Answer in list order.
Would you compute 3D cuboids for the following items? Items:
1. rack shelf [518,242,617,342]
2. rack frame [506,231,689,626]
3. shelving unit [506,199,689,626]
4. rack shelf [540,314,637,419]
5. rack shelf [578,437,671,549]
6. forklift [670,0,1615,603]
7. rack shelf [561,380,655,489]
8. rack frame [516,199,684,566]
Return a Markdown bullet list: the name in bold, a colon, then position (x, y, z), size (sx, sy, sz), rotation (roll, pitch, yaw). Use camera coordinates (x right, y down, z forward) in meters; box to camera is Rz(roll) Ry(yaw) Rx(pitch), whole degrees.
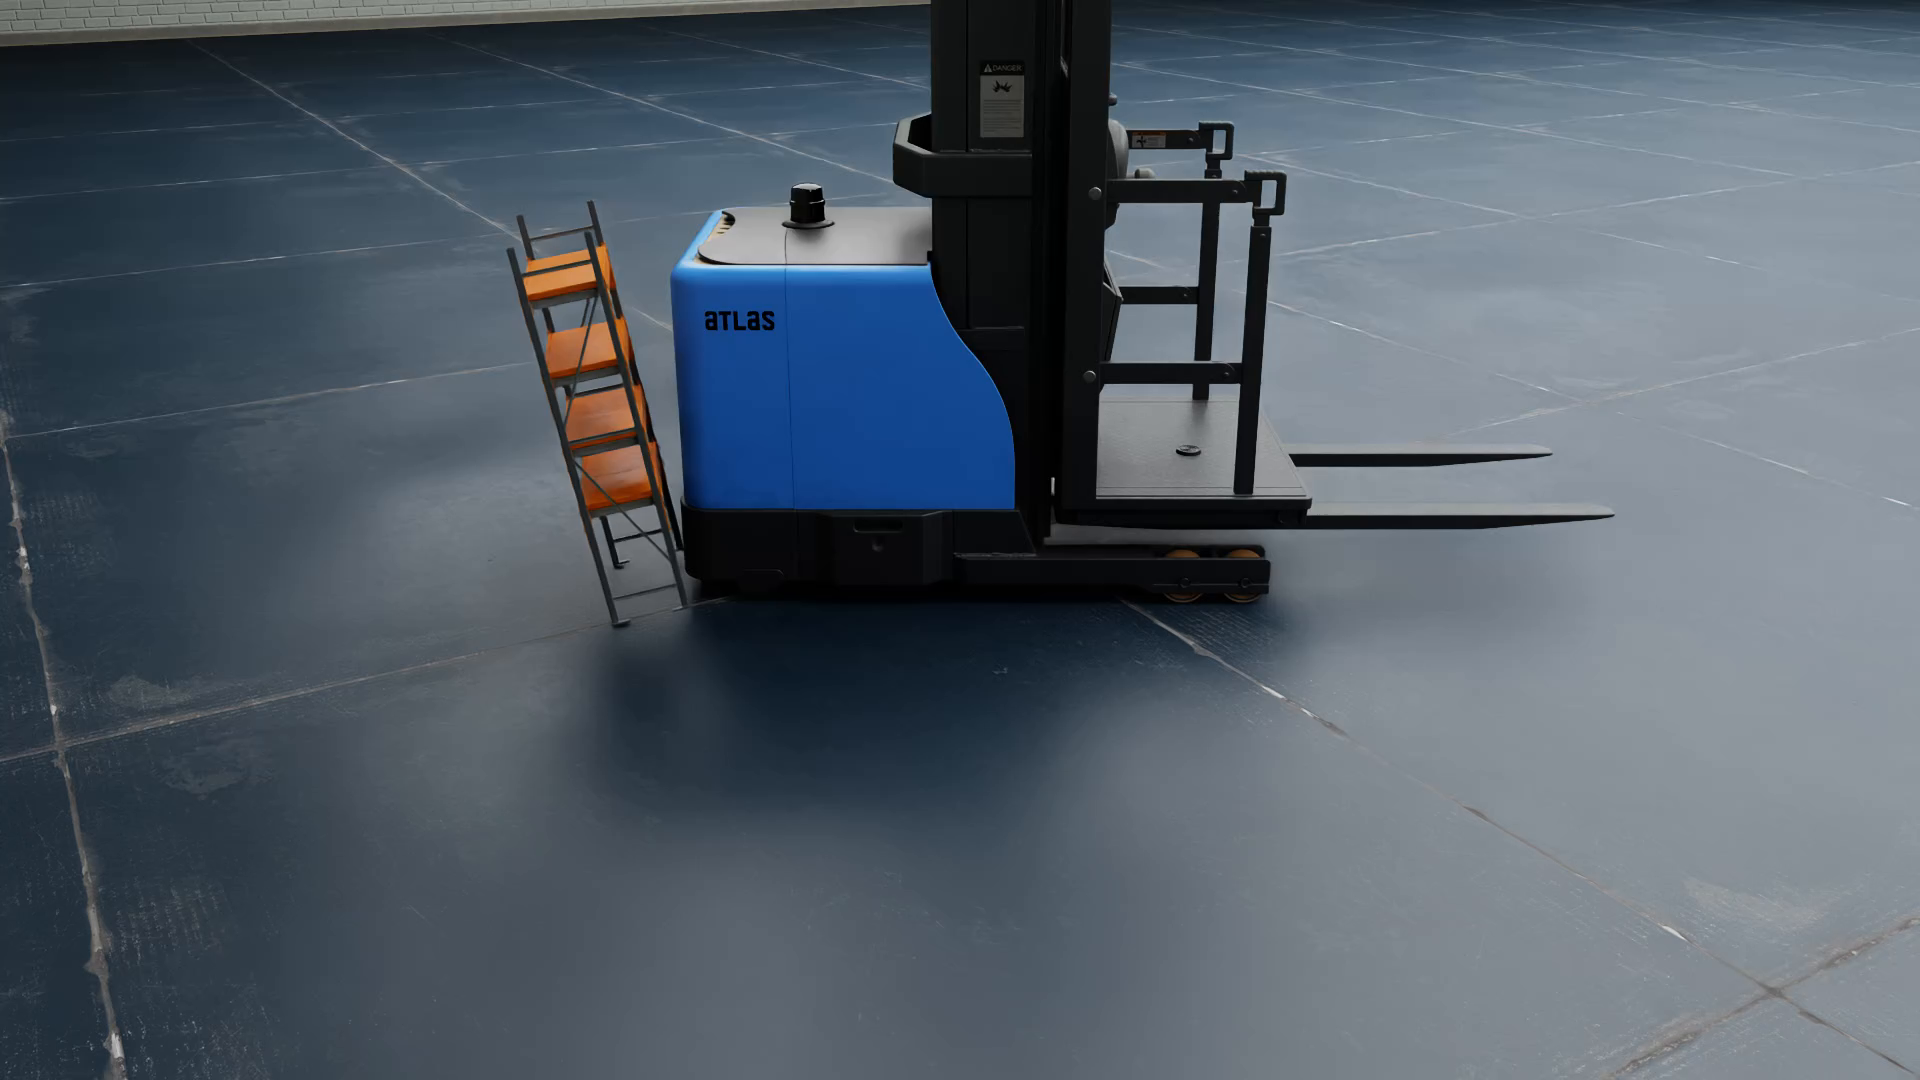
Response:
- **rack shelf**: position (-1.170, -0.749, 4.991), size (0.258, 0.148, 0.480), rotation (-13, 24, -6)
- **rack frame**: position (-1.059, -0.305, 4.925), size (0.240, 1.200, 0.015), rotation (-13, 24, -6)
- **shelving unit**: position (-1.105, -0.395, 5.147), size (0.258, 1.200, 0.503), rotation (-13, 24, -6)
- **rack shelf**: position (-1.131, -0.536, 5.085), size (0.258, 0.148, 0.480), rotation (-13, 24, -6)
- **rack shelf**: position (-1.060, -0.155, 5.253), size (0.258, 0.148, 0.480), rotation (-13, 24, -6)
- **forklift**: position (0.623, -1.358, 5.261), size (3.031, 2.935, 1.130), rotation (0, 22, 0)
- **rack shelf**: position (-1.093, -0.334, 5.174), size (0.258, 0.148, 0.480), rotation (-13, 24, -6)
- **rack frame**: position (-1.150, -0.484, 5.370), size (0.240, 1.200, 0.015), rotation (-13, 24, -6)
